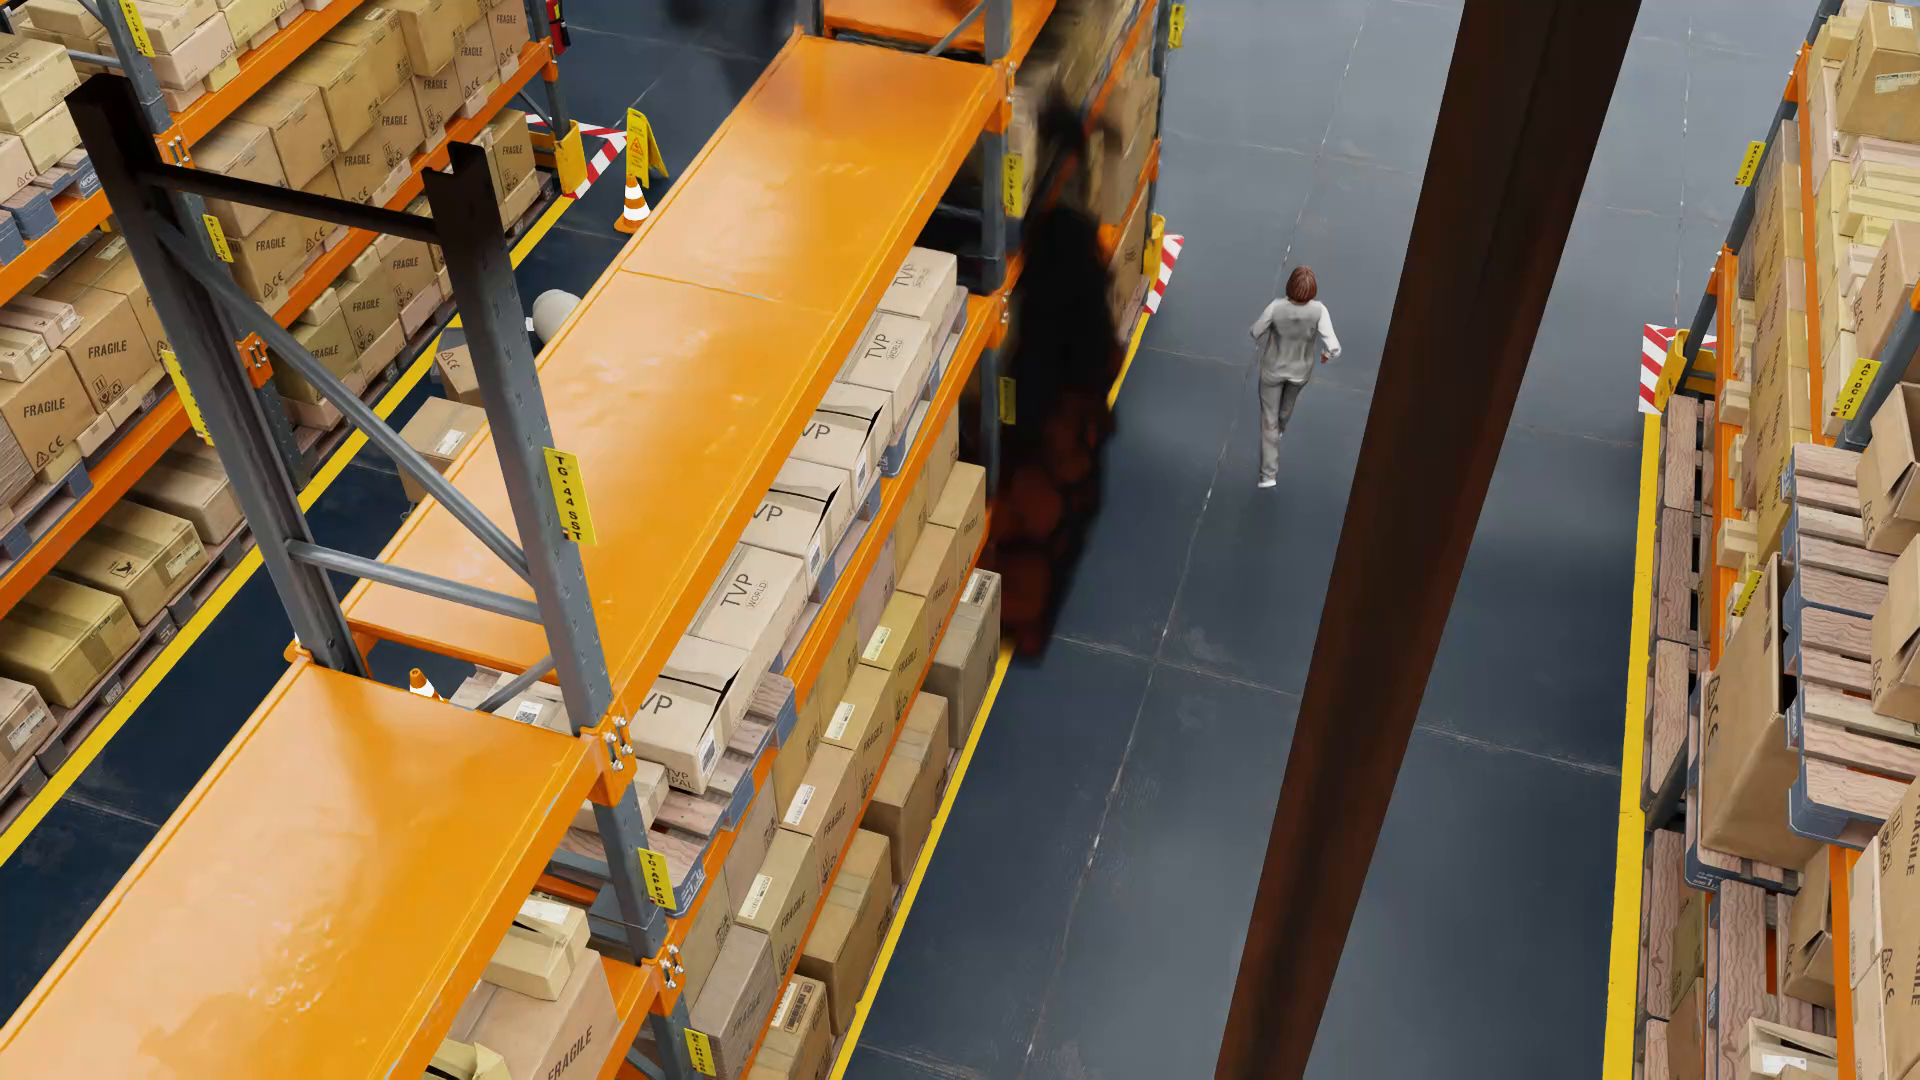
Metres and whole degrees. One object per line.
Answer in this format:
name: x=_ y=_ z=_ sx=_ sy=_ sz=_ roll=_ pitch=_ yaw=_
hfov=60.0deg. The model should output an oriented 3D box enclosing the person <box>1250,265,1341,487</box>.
person: x=2.094 y=-1.096 z=10.664 sx=0.538 sy=1.614 sz=0.817 roll=2 pitch=46 yaw=2
